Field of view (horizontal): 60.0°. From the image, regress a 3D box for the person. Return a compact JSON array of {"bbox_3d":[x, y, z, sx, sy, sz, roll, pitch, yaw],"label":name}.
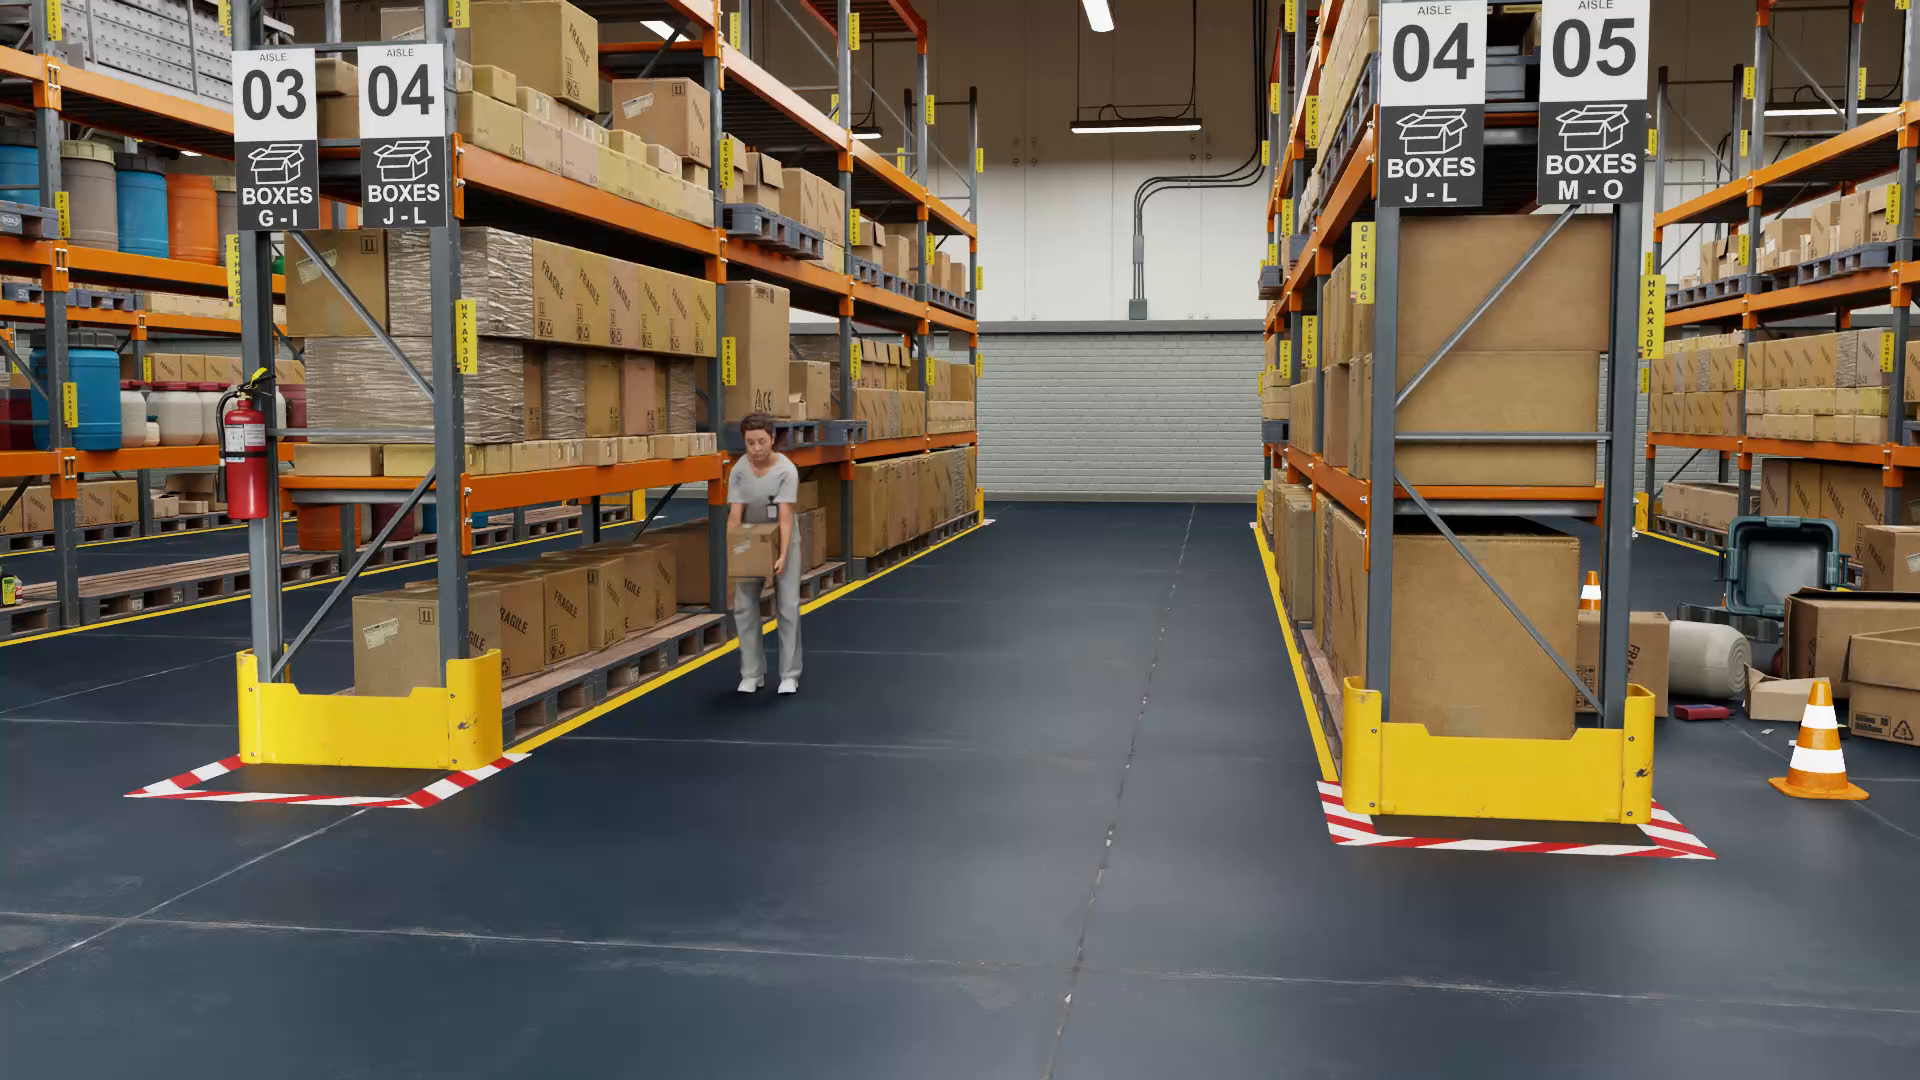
[{"bbox_3d":[-1.099,0.078,9.412,0.403,1.597,0.545,1,5,8],"label":"person"}]
